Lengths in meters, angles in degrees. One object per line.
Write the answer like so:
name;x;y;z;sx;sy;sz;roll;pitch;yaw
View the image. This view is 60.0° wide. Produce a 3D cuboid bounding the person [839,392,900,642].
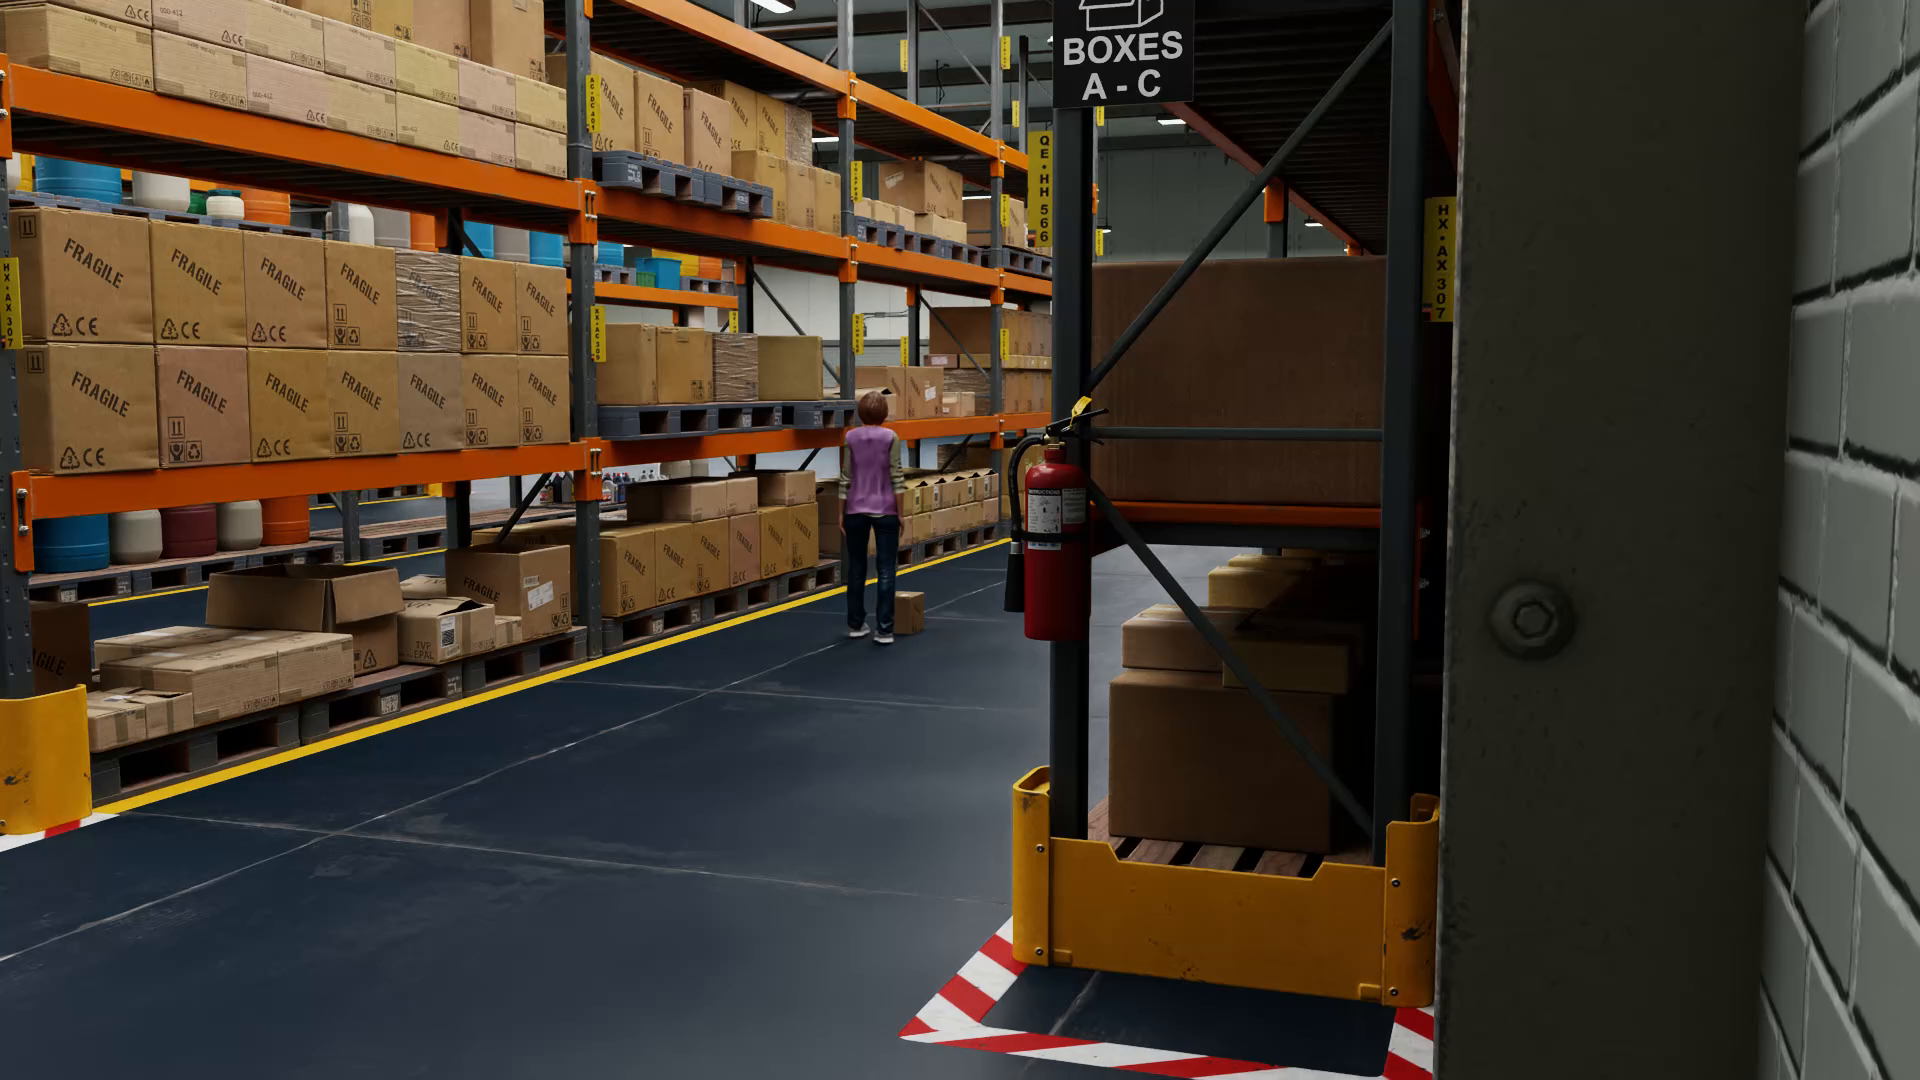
person;-0.577;-0.139;10.572;0.407;1.598;0.299;2;6;20
